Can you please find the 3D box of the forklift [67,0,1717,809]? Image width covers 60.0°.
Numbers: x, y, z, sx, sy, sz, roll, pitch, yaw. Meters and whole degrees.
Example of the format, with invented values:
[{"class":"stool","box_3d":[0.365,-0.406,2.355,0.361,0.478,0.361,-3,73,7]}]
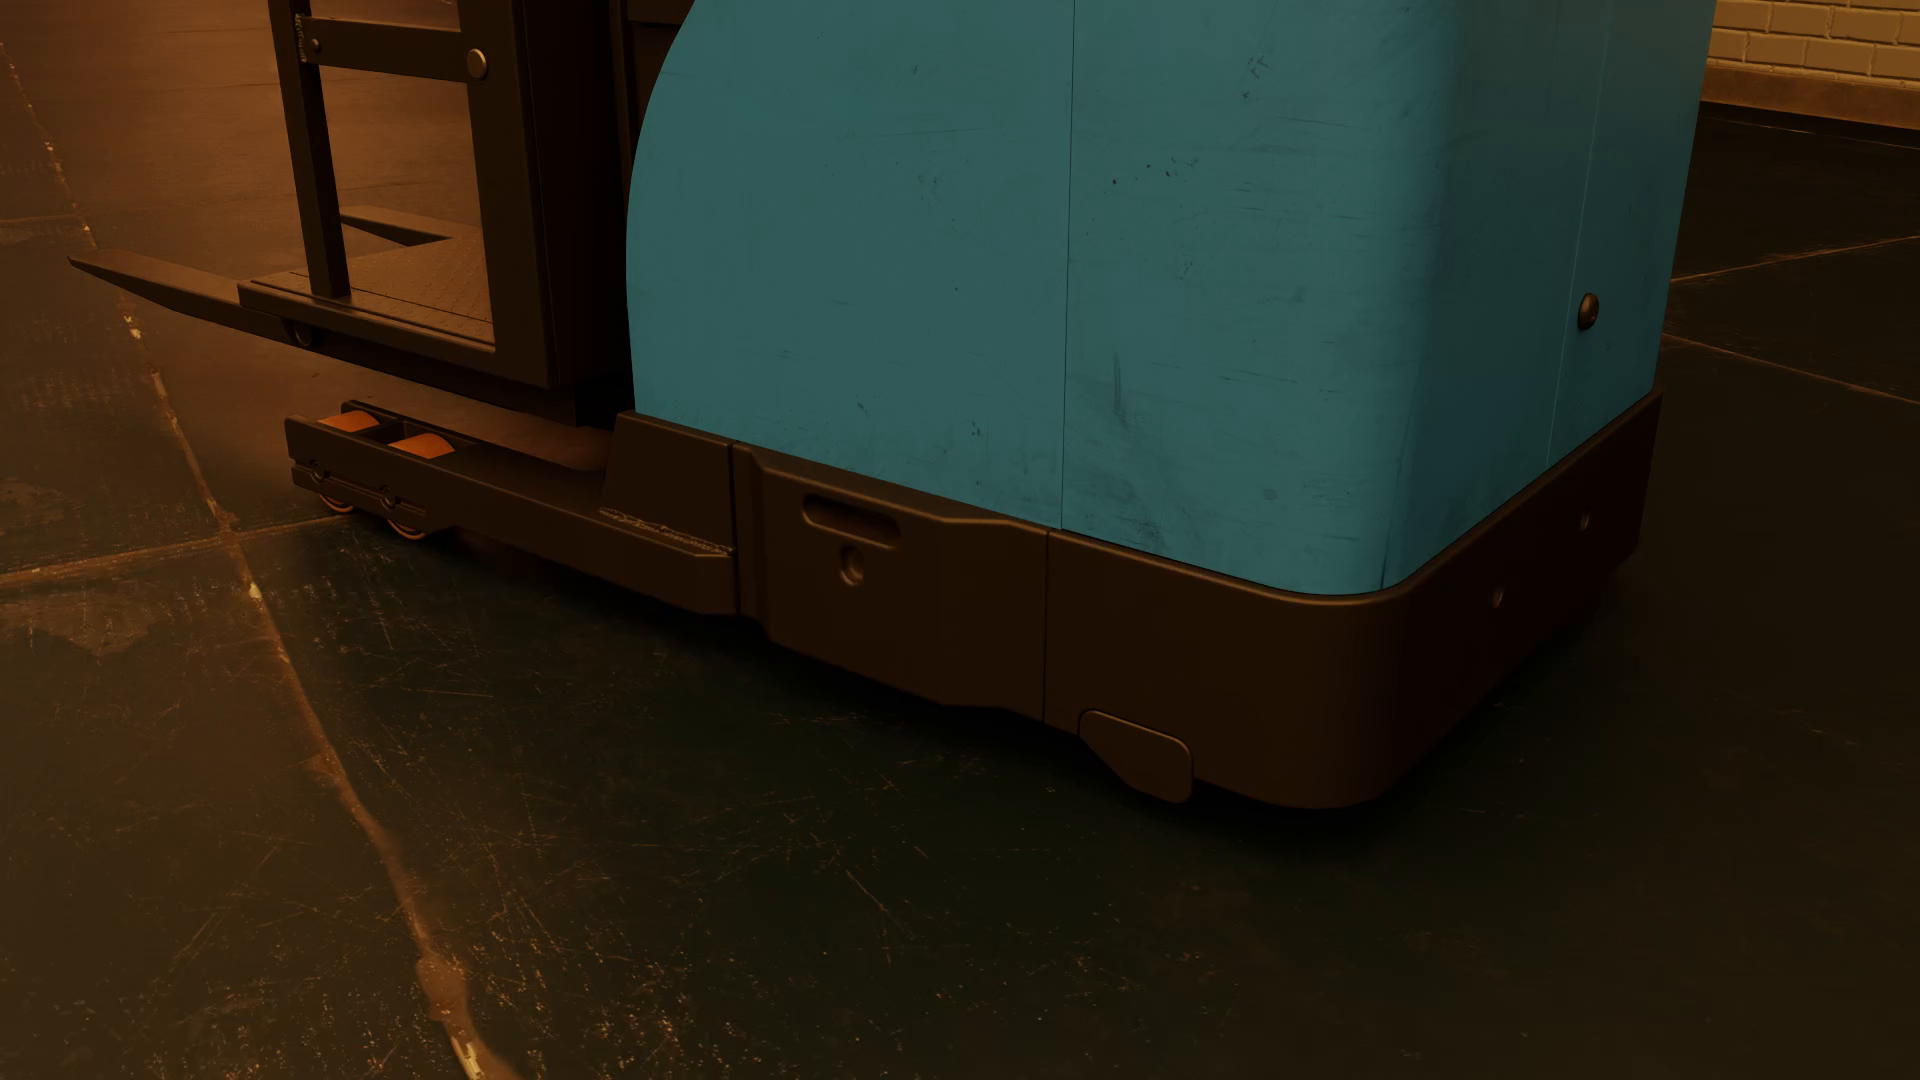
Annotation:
[{"class":"forklift","box_3d":[-0.481,-1.497,2.422,3.031,2.935,1.130,16,27,34]}]
